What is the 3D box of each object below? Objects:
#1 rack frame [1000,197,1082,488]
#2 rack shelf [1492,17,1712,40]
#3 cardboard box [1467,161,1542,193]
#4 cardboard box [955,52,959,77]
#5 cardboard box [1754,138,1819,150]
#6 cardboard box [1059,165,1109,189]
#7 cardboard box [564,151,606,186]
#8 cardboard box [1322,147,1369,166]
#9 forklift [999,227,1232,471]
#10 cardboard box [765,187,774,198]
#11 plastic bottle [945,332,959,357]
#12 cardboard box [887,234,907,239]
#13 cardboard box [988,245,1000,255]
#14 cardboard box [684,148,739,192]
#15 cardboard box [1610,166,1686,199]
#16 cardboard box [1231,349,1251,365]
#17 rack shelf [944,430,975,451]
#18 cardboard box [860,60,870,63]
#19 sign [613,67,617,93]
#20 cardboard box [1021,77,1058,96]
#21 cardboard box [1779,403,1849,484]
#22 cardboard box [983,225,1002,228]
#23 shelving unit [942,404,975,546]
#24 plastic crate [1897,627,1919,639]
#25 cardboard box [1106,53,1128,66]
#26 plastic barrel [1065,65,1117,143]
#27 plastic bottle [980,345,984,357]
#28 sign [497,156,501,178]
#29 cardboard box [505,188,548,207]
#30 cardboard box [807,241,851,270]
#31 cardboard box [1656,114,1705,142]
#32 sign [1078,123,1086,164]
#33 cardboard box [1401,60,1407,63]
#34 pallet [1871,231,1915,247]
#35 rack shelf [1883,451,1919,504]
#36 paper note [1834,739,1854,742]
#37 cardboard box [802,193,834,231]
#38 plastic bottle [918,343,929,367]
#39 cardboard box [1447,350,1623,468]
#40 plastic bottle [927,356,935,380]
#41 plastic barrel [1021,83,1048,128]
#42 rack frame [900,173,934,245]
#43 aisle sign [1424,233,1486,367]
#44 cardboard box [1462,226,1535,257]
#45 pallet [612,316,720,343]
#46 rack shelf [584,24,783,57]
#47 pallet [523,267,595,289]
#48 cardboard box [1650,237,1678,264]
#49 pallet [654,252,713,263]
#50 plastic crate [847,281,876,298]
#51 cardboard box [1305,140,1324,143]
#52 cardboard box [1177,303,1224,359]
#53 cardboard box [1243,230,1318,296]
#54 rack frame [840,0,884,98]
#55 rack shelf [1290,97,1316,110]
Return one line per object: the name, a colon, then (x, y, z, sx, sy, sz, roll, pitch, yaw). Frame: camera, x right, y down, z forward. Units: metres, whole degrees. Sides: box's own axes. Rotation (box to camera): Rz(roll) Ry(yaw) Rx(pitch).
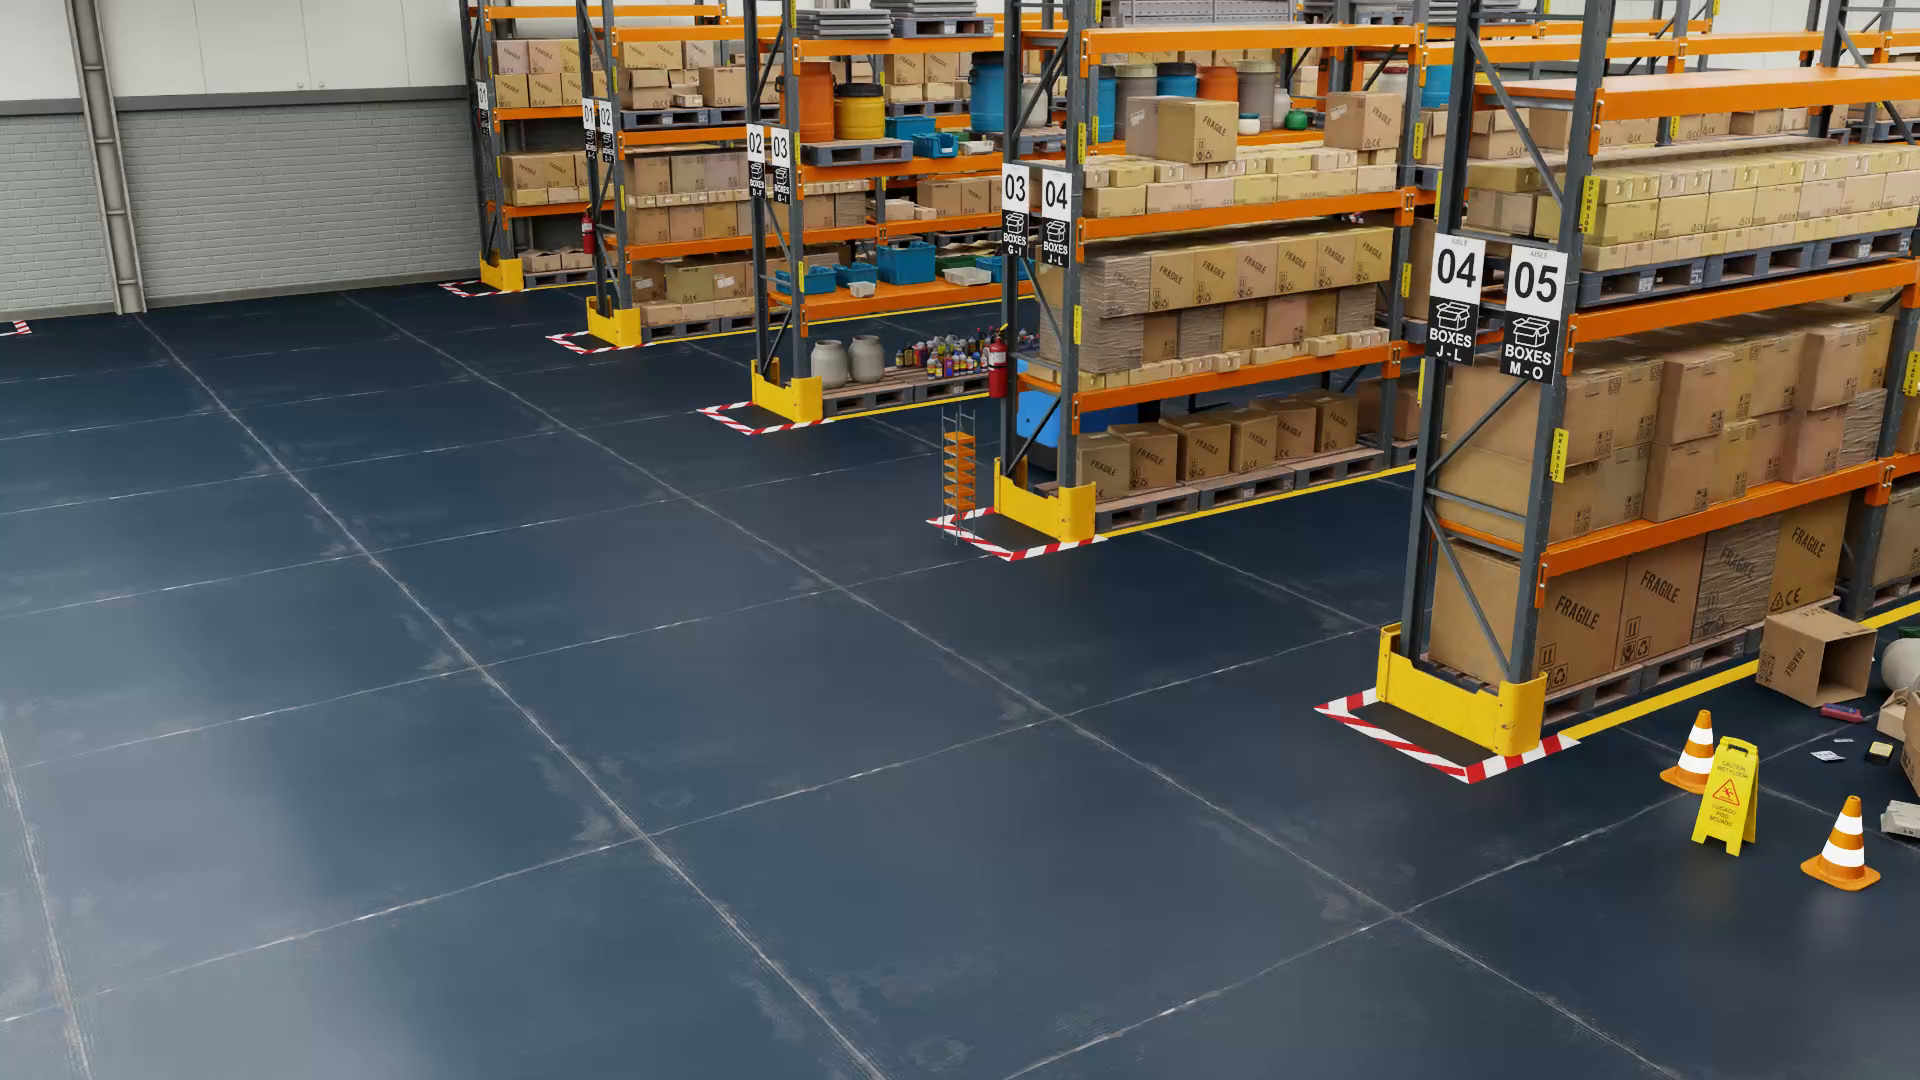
rack frame: (0.696, -1.560, 14.675, 0.127, 3.000, 1.000, -12, 22, -31)
rack shelf: (9.665, -7.662, 25.106, 4.000, 0.370, 1.077, -12, 22, -31)
cardboard box: (3.435, -2.291, 10.491, 0.250, 0.149, 0.380, -12, 22, -31)
cardboard box: (-0.429, -8.720, 30.327, 0.500, 0.500, 0.700, -14, 23, -36)
cardboard box: (5.977, -2.827, 12.076, 0.250, 0.149, 0.380, -12, 22, -32)
cardboard box: (1.054, -3.085, 14.115, 0.250, 0.149, 0.380, -12, 22, -32)
cardboard box: (-6.059, -6.006, 26.858, 0.500, 0.500, 0.500, -13, 22, -33)
cardboard box: (3.651, -3.646, 15.774, 0.250, 0.149, 0.380, -12, 22, -31)
forklift: (1.924, -2.392, 17.244, 3.031, 2.935, 1.130, -12, 22, -31)
cardboard box: (-2.799, -4.893, 23.367, 0.250, 0.149, 0.380, -11, 22, -30)
plastic bottle: (-0.102, -2.403, 20.620, 0.185, 0.351, 0.144, -12, 22, -32)
cardboard box: (-1.368, -5.827, 30.514, 0.500, 0.500, 0.700, -12, 22, -31)
cardboard box: (0.777, -4.442, 25.962, 0.500, 0.311, 0.500, -12, 22, -32)
cardboard box: (-3.451, -5.143, 23.093, 0.500, 0.500, 0.700, -12, 22, -31)
cardboard box: (4.217, -2.204, 10.232, 0.250, 0.149, 0.380, -12, 22, -32)
cardboard box: (2.507, -1.745, 15.615, 0.250, 0.149, 0.380, -12, 22, -31)
rack shelf: (-0.013, -0.865, 14.444, 0.180, 0.103, 0.258, -12, 22, -31)
cardboard box: (-1.523, -8.356, 29.907, 0.500, 0.500, 0.500, -12, 22, -31)
sign: (-4.449, -5.933, 21.439, 0.005, 0.325, 0.100, -12, 22, -31)
cardboard box: (1.157, -6.976, 25.591, 0.500, 0.250, 0.500, -11, 22, -30)
cardboard box: (5.932, -0.820, 12.252, 0.550, 0.550, 0.875, -12, 22, -31)
cardboard box: (0.627, -6.371, 31.608, 0.750, 0.750, 0.750, -12, 22, -32)
shelving unit: (-0.012, -0.566, 14.545, 0.189, 1.200, 0.258, -12, 22, -31)
plastic crate: (7.256, 0.766, 12.096, 0.662, 0.188, 0.450, -1, 9, -3)
cardboard box: (2.300, -7.637, 26.249, 0.500, 0.500, 0.500, -12, 22, -31)
plastic barrel: (1.618, -5.395, 20.554, 0.708, 0.901, 0.600, -12, 22, -31)
plastic bottle: (0.307, -2.230, 20.213, 0.133, 0.283, 0.061, -12, 22, -31)
sign: (-7.178, -5.800, 25.864, 0.005, 0.325, 0.100, -12, 22, -31)
cardboard box: (-6.894, -5.474, 26.456, 0.500, 0.250, 0.500, -13, 22, -33)
cardboard box: (-1.968, -4.168, 24.858, 0.500, 0.500, 0.500, -12, 22, -31)
cardboard box: (7.848, -4.764, 18.654, 0.637, 0.503, 0.797, -10, 21, -28)
sign: (0.995, -3.250, 13.625, 0.005, 0.325, 0.100, -12, 22, -31)
cardboard box: (7.730, -8.810, 29.720, 0.500, 0.500, 0.700, -12, 22, -31)
pallet: (7.419, -2.425, 12.849, 1.217, 0.209, 0.805, -13, 23, -34)
rack shelf: (8.351, -0.931, 13.939, 4.000, 0.370, 1.077, -12, 22, -31)
paper note: (5.768, 1.310, 10.854, 0.123, 0.001, 0.032, -1, 19, -3)
cardboard box: (-2.212, -4.788, 24.067, 0.500, 0.500, 0.700, -12, 22, -32)
plastic bottle: (-0.450, -2.256, 20.288, 0.133, 0.283, 0.061, -12, 22, -31)
cardboard box: (3.671, -0.853, 10.664, 0.550, 0.550, 0.875, -12, 22, -31)
plastic bottle: (-0.342, -2.037, 19.658, 0.097, 0.271, 0.097, 0, 19, 0)
plastic barrel: (0.845, -5.239, 20.043, 0.421, 0.512, 0.421, 0, 19, 0)
rack frame: (-0.795, -6.944, 30.600, 0.127, 3.000, 1.000, -12, 22, -31)
aisle sign: (3.116, -1.515, 10.482, 0.004, 0.787, 0.394, -12, 22, -31)
cardboard box: (3.431, -1.913, 10.616, 0.250, 0.149, 0.380, -12, 22, -32)
pallet: (-4.133, -3.035, 23.393, 1.213, 0.211, 1.003, -12, 22, -31)
rack shelf: (-3.078, -6.874, 22.775, 4.000, 0.370, 1.077, -12, 22, -31)
pallet: (-6.715, -4.361, 27.314, 1.213, 0.211, 1.003, -12, 22, -31)
cardboard box: (4.224, -1.827, 10.363, 0.250, 0.149, 0.380, -12, 22, -31)
pallet: (-4.677, -4.790, 28.585, 1.213, 0.211, 1.003, -12, 22, -31)
plastic crate: (-1.103, -2.831, 18.848, 0.250, 0.136, 0.298, -12, 22, -31)
cardboard box: (3.596, -3.828, 16.313, 0.250, 0.149, 0.380, -13, 22, -33)
cardboard box: (1.964, -2.034, 15.458, 0.500, 0.500, 0.875, -12, 22, -31)
cardboard box: (2.978, -2.597, 15.562, 0.500, 0.500, 0.500, -12, 22, -31)
rack frame: (-1.408, -7.757, 23.638, 0.127, 3.000, 1.000, -12, 22, -31)
rack shelf: (6.944, -7.756, 29.444, 4.000, 0.370, 1.077, -12, 22, -31)
